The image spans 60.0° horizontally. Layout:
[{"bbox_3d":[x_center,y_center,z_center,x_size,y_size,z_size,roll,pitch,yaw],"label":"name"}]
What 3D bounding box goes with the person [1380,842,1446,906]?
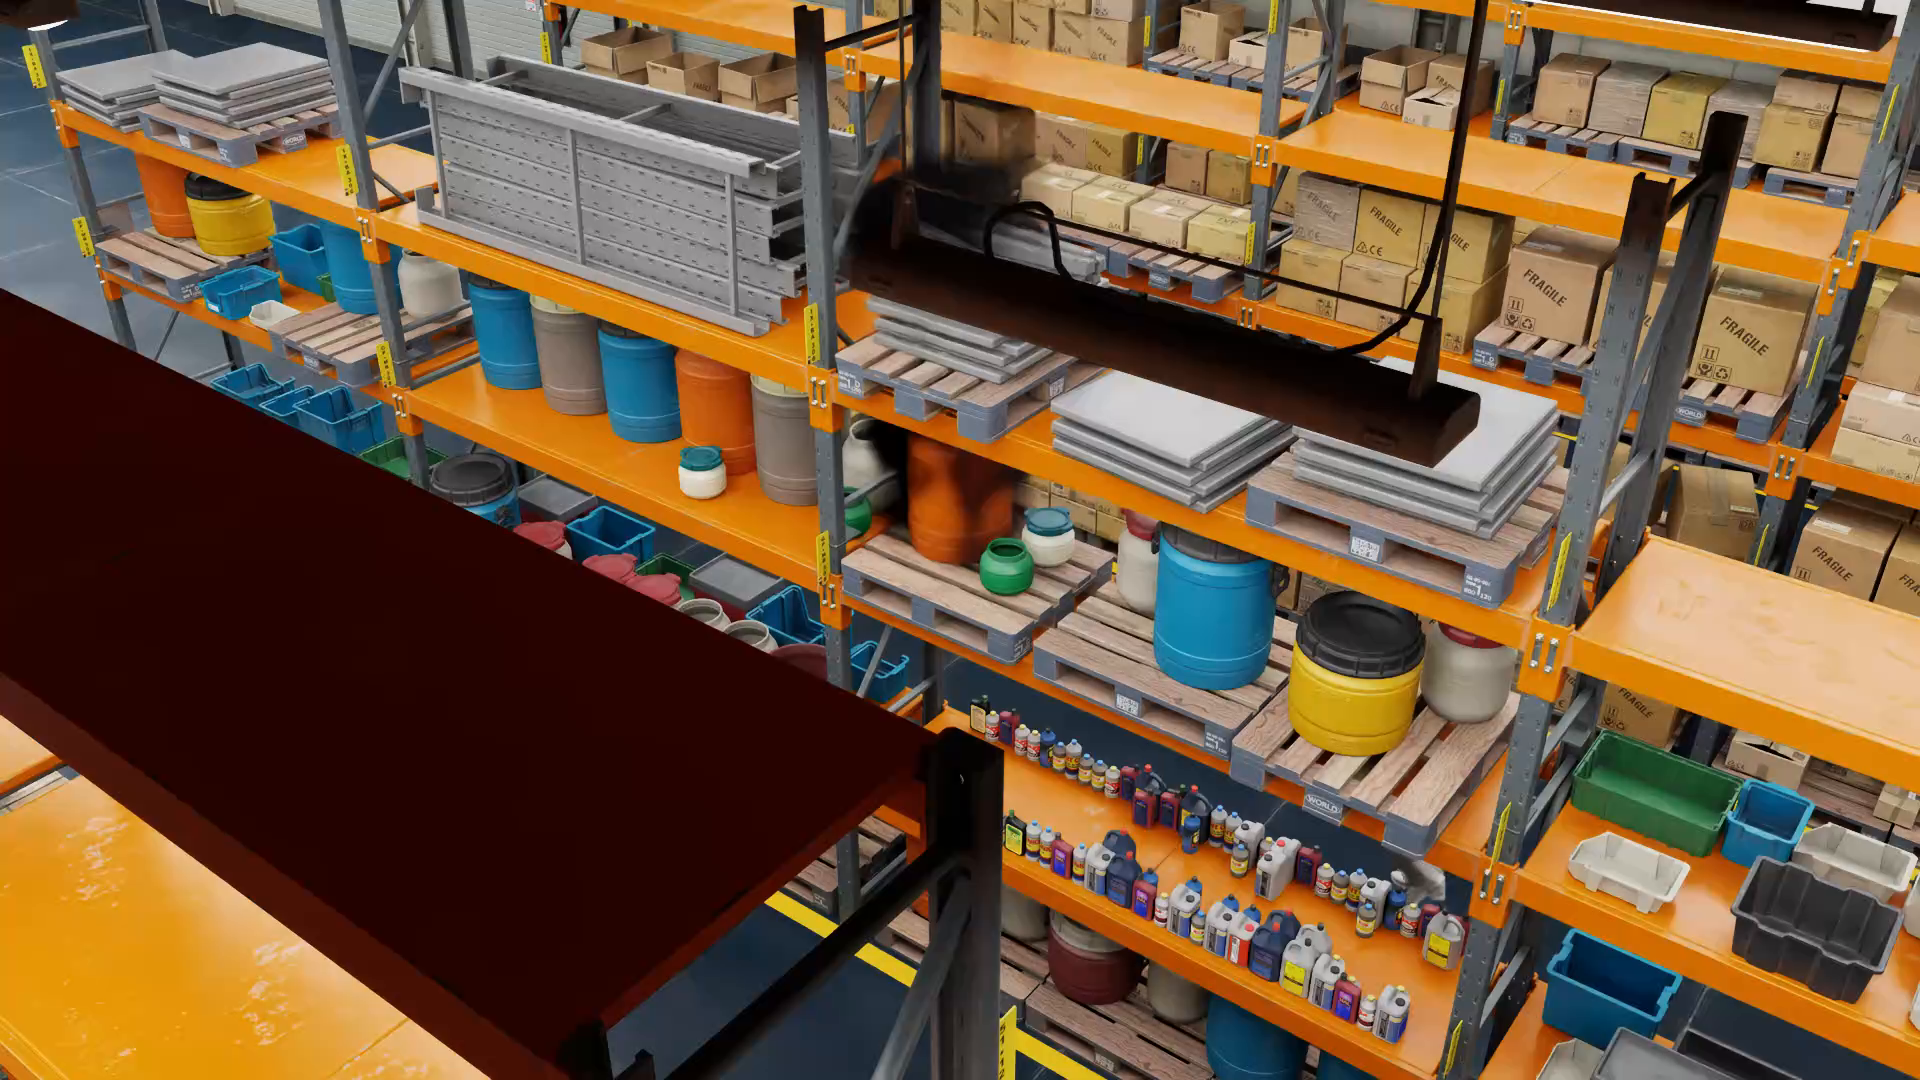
[{"bbox_3d":[2.897,1.558,10.556,0.625,1.796,0.660,18,36,27],"label":"person"}]
